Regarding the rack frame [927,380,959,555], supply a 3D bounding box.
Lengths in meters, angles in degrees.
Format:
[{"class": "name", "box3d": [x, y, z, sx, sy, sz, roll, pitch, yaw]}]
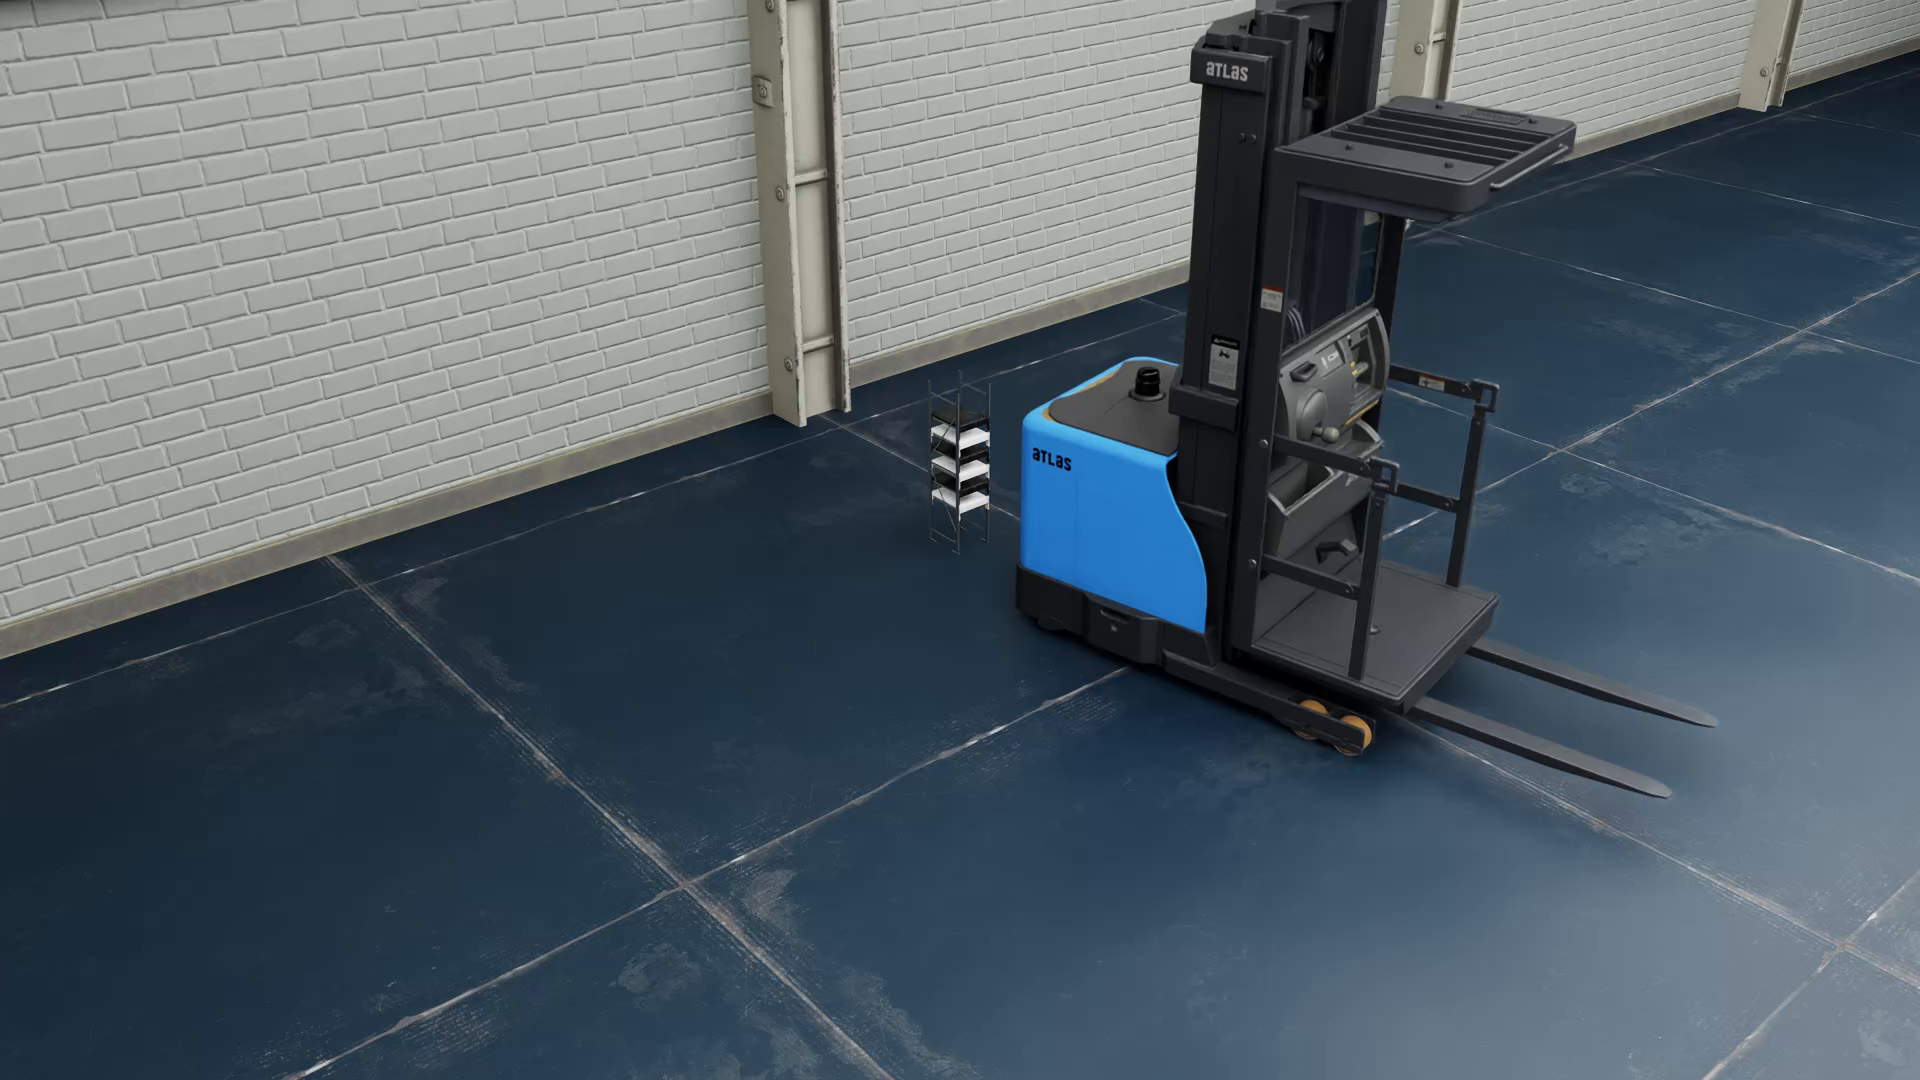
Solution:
[{"class": "rack frame", "box3d": [-0.084, -0.363, 8.475, 0.006, 0.900, 0.240, -22, 35, -35]}]

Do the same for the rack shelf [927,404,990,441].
[{"class": "rack shelf", "box3d": [-0.006, -0.603, 8.422, 0.200, 0.077, 0.258, -22, 35, -35]}]

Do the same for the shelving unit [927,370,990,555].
[{"class": "shelving unit", "box3d": [-0.006, -0.394, 8.533, 0.210, 0.900, 0.258, -22, 35, -35]}]

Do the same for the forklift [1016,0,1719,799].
[{"class": "forklift", "box3d": [1.741, -0.663, 6.881, 3.031, 2.935, 1.130, 20, 34, 33]}]

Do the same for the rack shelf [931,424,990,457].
[{"class": "rack shelf", "box3d": [-0.006, -0.524, 8.464, 0.200, 0.077, 0.258, -22, 35, -35]}]

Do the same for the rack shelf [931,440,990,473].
[{"class": "rack shelf", "box3d": [-0.006, -0.444, 8.507, 0.200, 0.077, 0.258, -22, 35, -35]}]

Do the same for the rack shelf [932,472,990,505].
[{"class": "rack shelf", "box3d": [-0.006, -0.286, 8.591, 0.200, 0.077, 0.258, -22, 35, -35]}]

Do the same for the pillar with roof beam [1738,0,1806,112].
[{"class": "pillar with roof beam", "box3d": [11.007, -6.891, 12.098, 0.400, 9.000, 9.100, -22, 35, -35]}]

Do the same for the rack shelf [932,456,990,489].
[{"class": "rack shelf", "box3d": [-0.006, -0.365, 8.549, 0.200, 0.077, 0.258, -22, 35, -35]}]

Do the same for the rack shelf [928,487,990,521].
[{"class": "rack shelf", "box3d": [-0.006, -0.206, 8.634, 0.200, 0.077, 0.258, -22, 35, -35]}]

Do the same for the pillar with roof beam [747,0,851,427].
[{"class": "pillar with roof beam", "box3d": [1.878, -3.220, 5.228, 0.400, 9.000, 9.100, -22, 35, -35]}]

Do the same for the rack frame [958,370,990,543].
[{"class": "rack frame", "box3d": [0.071, -0.425, 8.591, 0.006, 0.900, 0.240, -22, 35, -35]}]

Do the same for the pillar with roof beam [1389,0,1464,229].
[{"class": "pillar with roof beam", "box3d": [6.442, -5.056, 8.663, 0.400, 9.000, 9.100, -22, 35, -35]}]
